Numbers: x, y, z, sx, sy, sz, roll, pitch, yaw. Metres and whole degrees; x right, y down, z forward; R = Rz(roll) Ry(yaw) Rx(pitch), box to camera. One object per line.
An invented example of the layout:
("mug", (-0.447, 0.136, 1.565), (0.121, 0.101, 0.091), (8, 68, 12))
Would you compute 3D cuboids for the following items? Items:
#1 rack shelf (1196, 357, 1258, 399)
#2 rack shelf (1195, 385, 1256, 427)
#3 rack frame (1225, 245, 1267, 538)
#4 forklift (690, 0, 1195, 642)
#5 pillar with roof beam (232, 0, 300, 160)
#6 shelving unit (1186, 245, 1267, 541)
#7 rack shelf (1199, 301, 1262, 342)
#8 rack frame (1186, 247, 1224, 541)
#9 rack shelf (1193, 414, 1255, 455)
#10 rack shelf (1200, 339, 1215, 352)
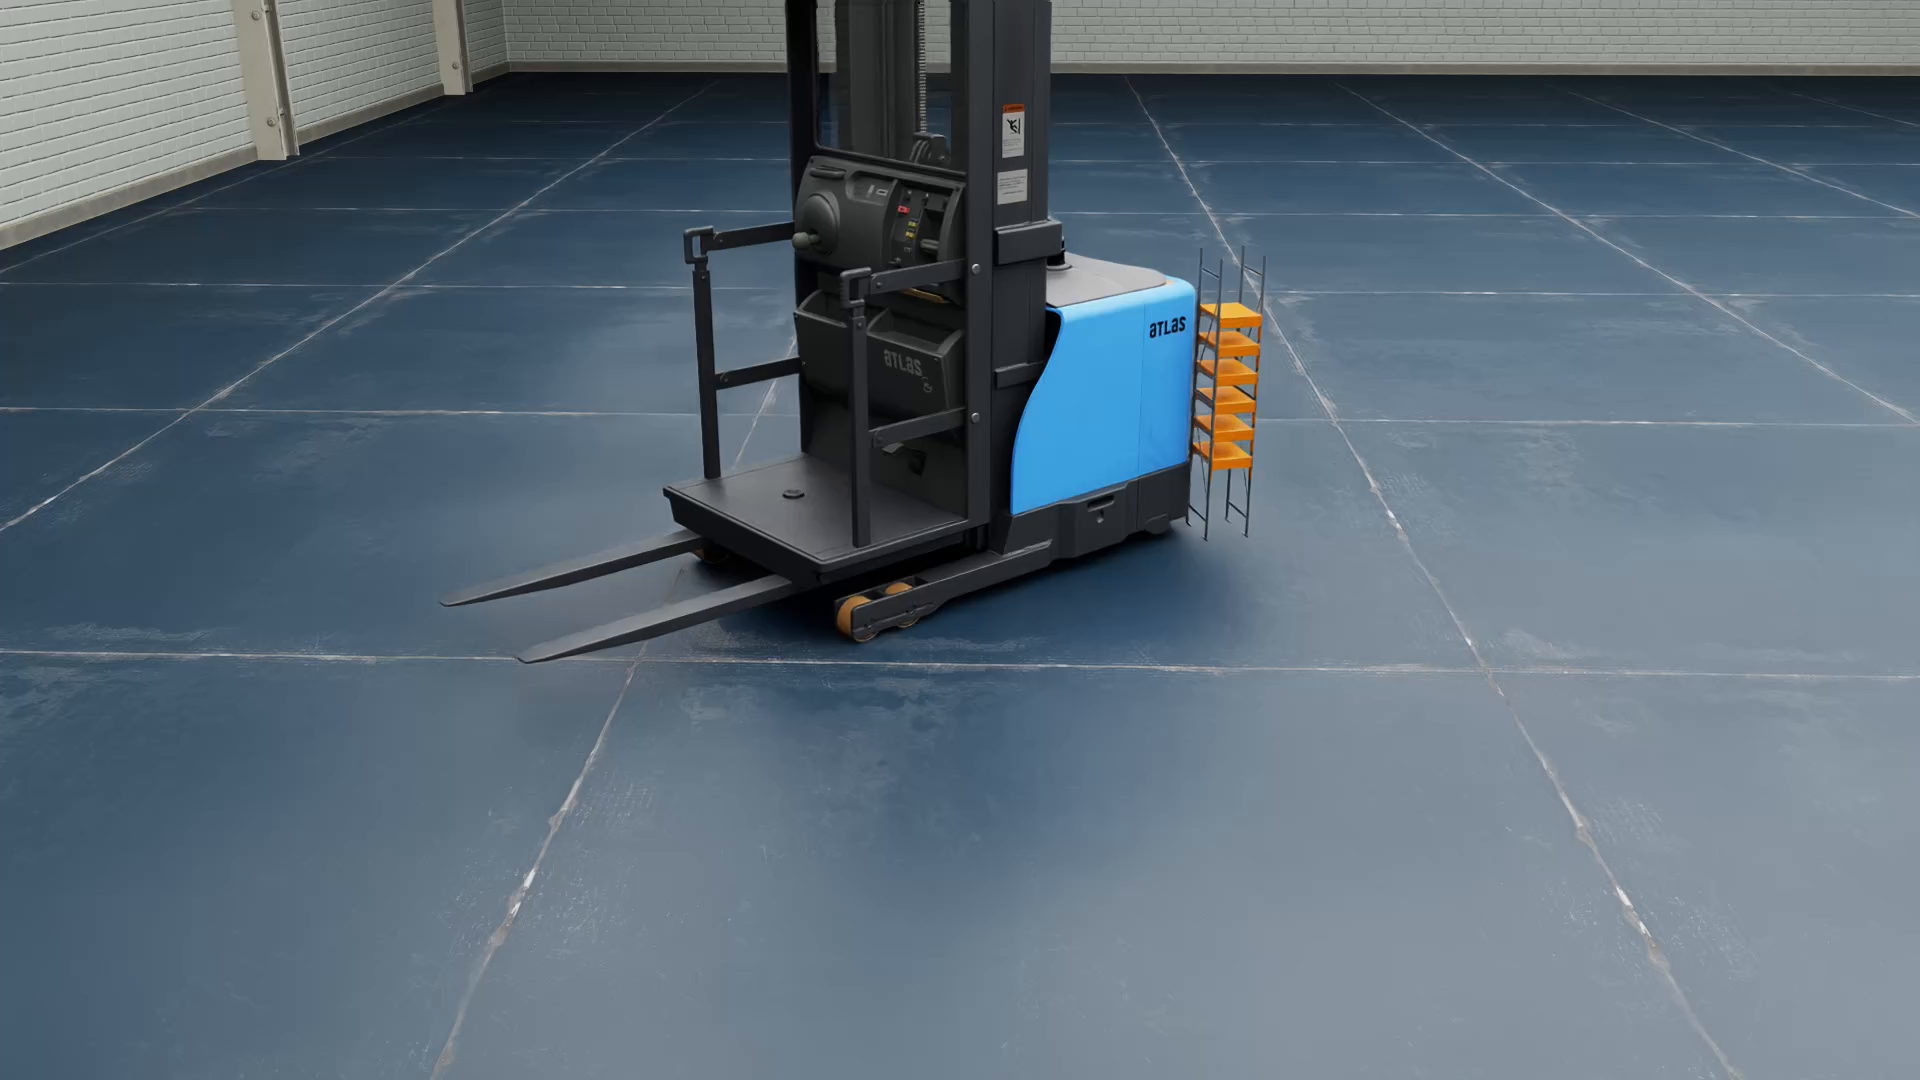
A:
("rack shelf", (1.102, -0.674, 6.899), (0.180, 0.103, 0.258), (-5, 22, -13))
("rack shelf", (1.102, -0.562, 6.942), (0.180, 0.103, 0.258), (-5, 22, -13))
("rack frame", (1.191, -0.612, 6.946), (0.006, 1.200, 0.240), (-5, 22, -13))
("forklift", (-0.472, -1.208, 6.091), (3.031, 2.935, 1.130), (-17, 27, -37))
("pillar with roof beam", (-2.792, -8.128, 15.536), (9.100, 9.000, 0.400), (1, 21, 2))
("shelving unit", (1.102, -0.604, 6.926), (0.189, 1.200, 0.258), (-5, 22, -13))
("rack shelf", (1.102, -0.898, 6.812), (0.180, 0.103, 0.258), (-5, 22, -13))
("rack frame", (1.013, -0.596, 6.906), (0.006, 1.200, 0.240), (-5, 22, -13))
("rack shelf", (1.102, -0.450, 6.986), (0.180, 0.103, 0.258), (-5, 22, -13))
("rack shelf", (1.102, -0.805, 6.848), (0.166, 0.020, 0.199), (-5, 22, -13))
